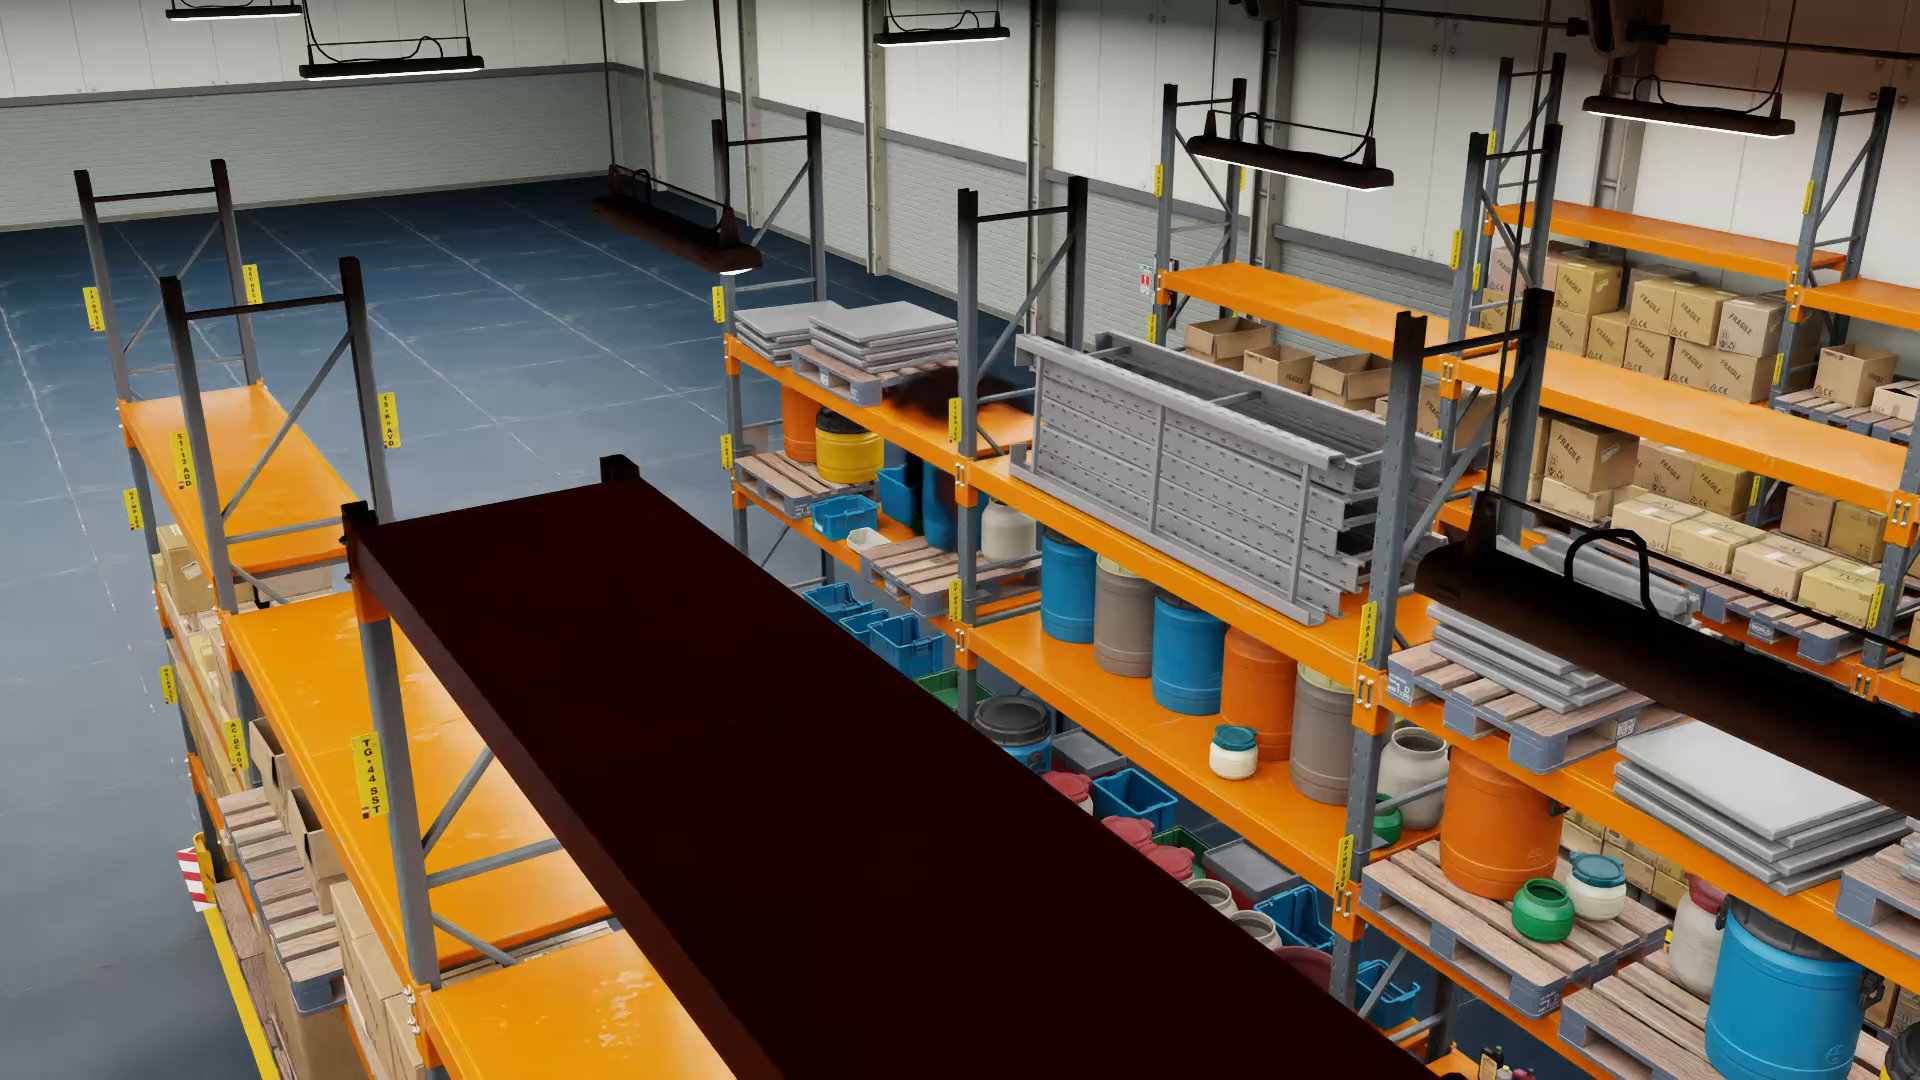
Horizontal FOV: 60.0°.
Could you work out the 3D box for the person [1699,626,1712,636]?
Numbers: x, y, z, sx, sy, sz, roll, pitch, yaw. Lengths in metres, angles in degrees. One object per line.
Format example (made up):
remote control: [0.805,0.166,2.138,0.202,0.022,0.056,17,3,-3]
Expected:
person: [7.390,0.803,17.022,0.602,1.788,0.557,7,23,17]
